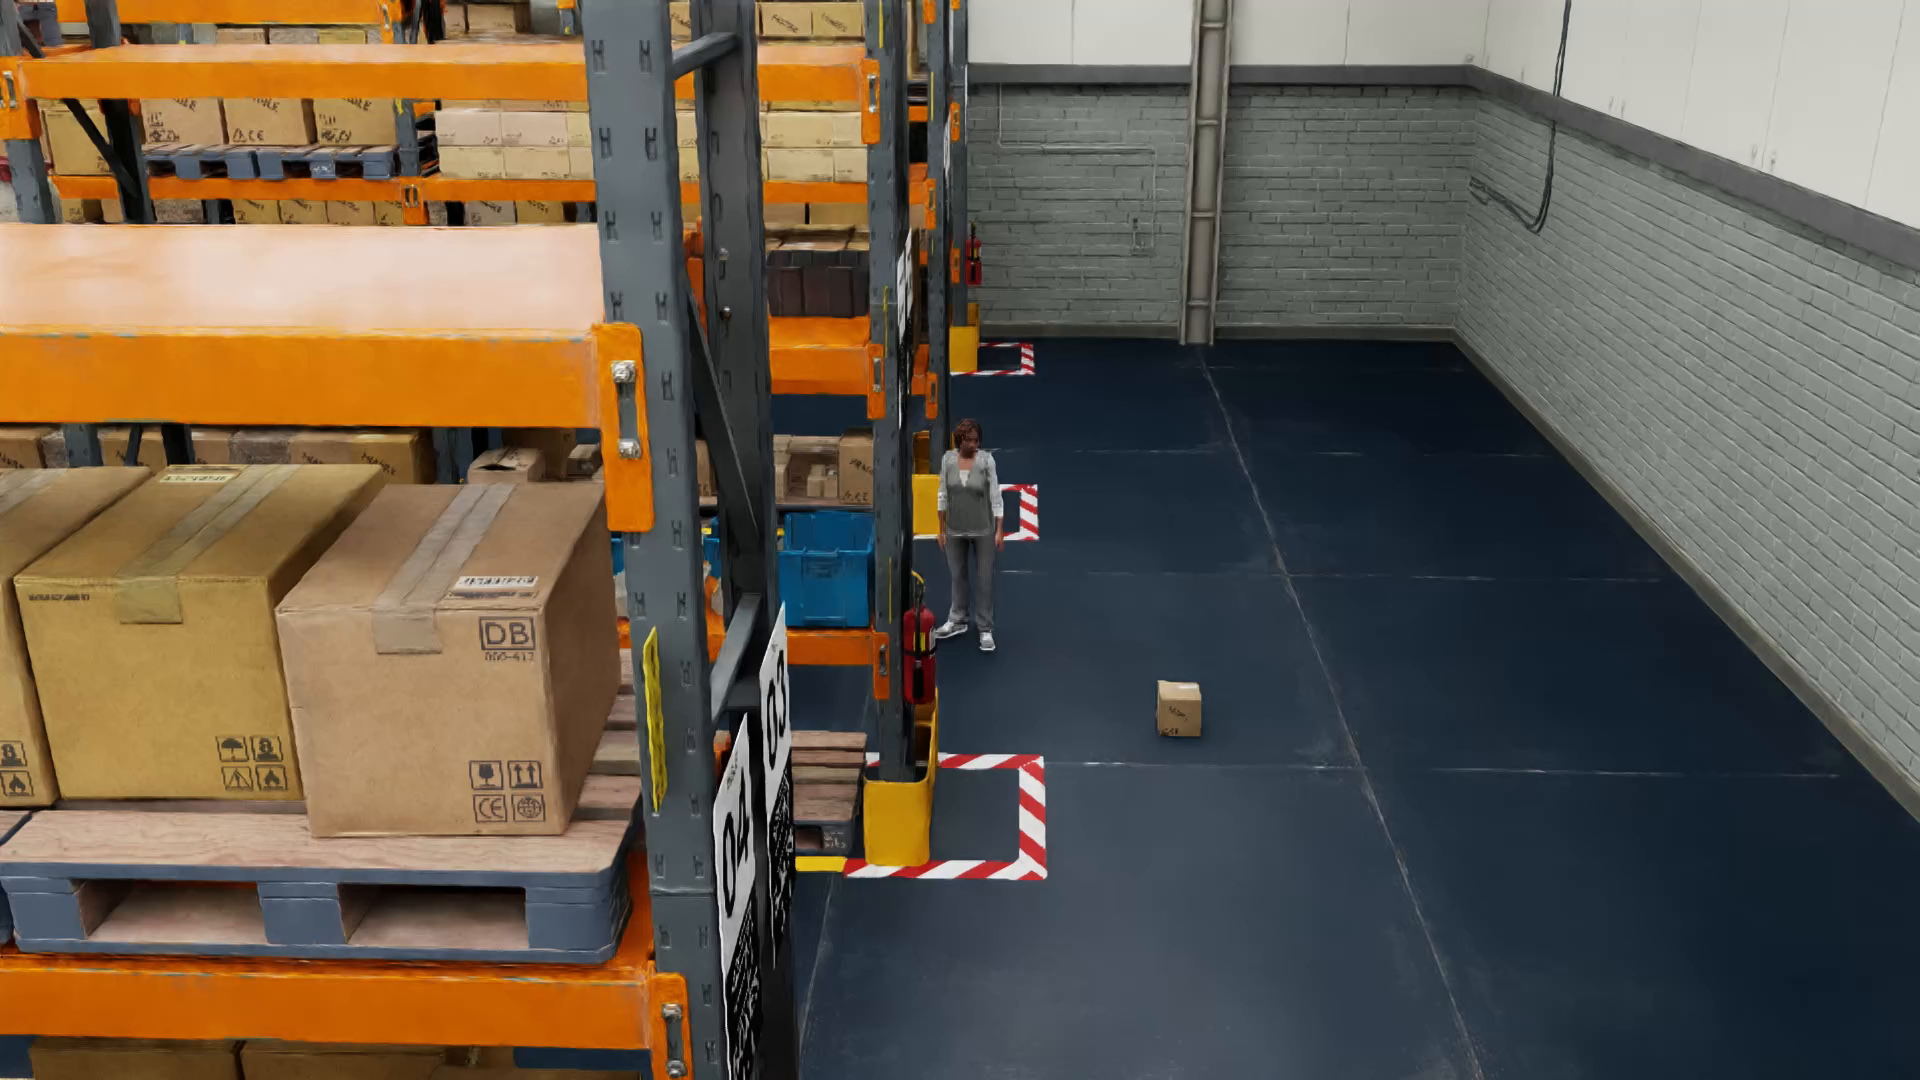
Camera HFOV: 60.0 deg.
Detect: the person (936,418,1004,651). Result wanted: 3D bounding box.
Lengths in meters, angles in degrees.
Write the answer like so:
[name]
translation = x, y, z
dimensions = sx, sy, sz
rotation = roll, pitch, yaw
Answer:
[person]
translation = 0.059, -0.050, 11.160
dimensions = 0.499, 1.598, 0.378
rotation = 6, 22, 14
